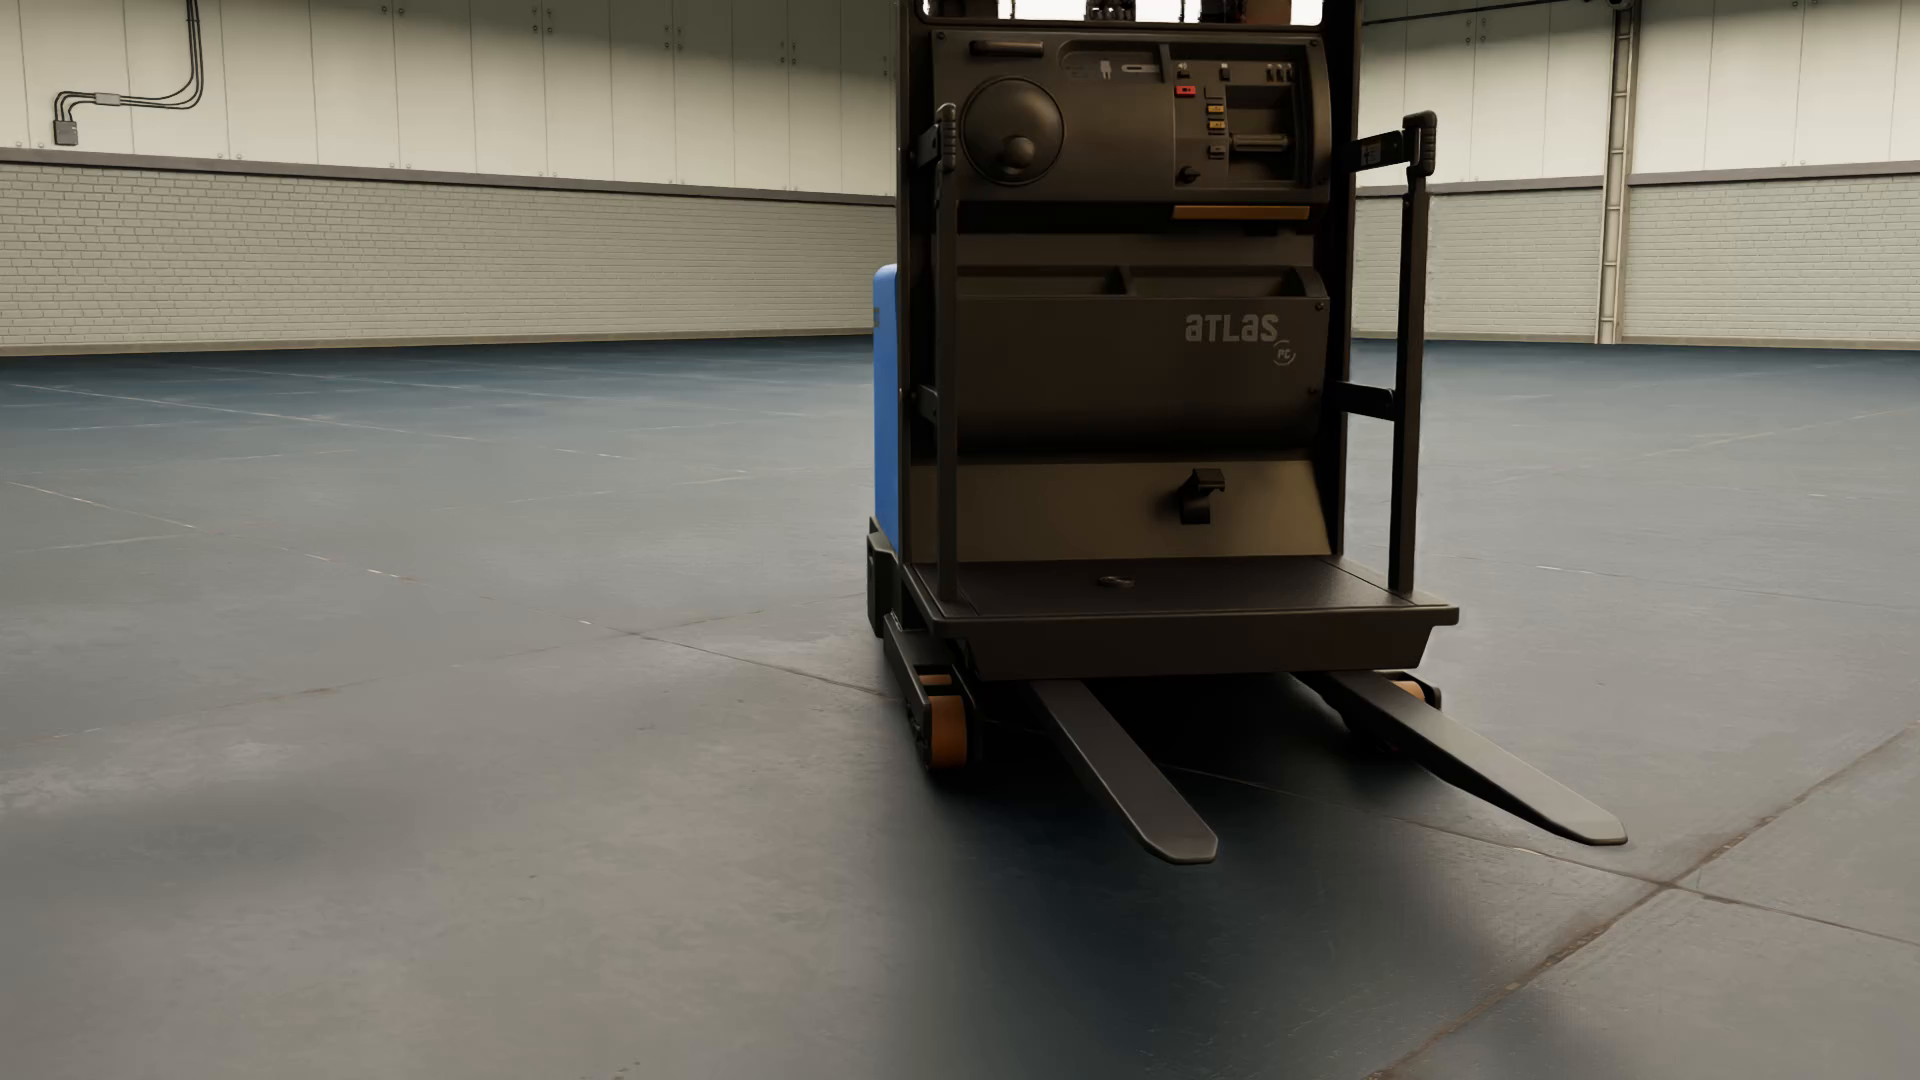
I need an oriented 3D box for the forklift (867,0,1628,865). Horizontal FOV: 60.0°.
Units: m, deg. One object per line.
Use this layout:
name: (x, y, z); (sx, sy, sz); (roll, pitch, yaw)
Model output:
forklift: (0.427, -1.017, 3.629); (1.130, 2.935, 3.031); (-1, 9, -7)
